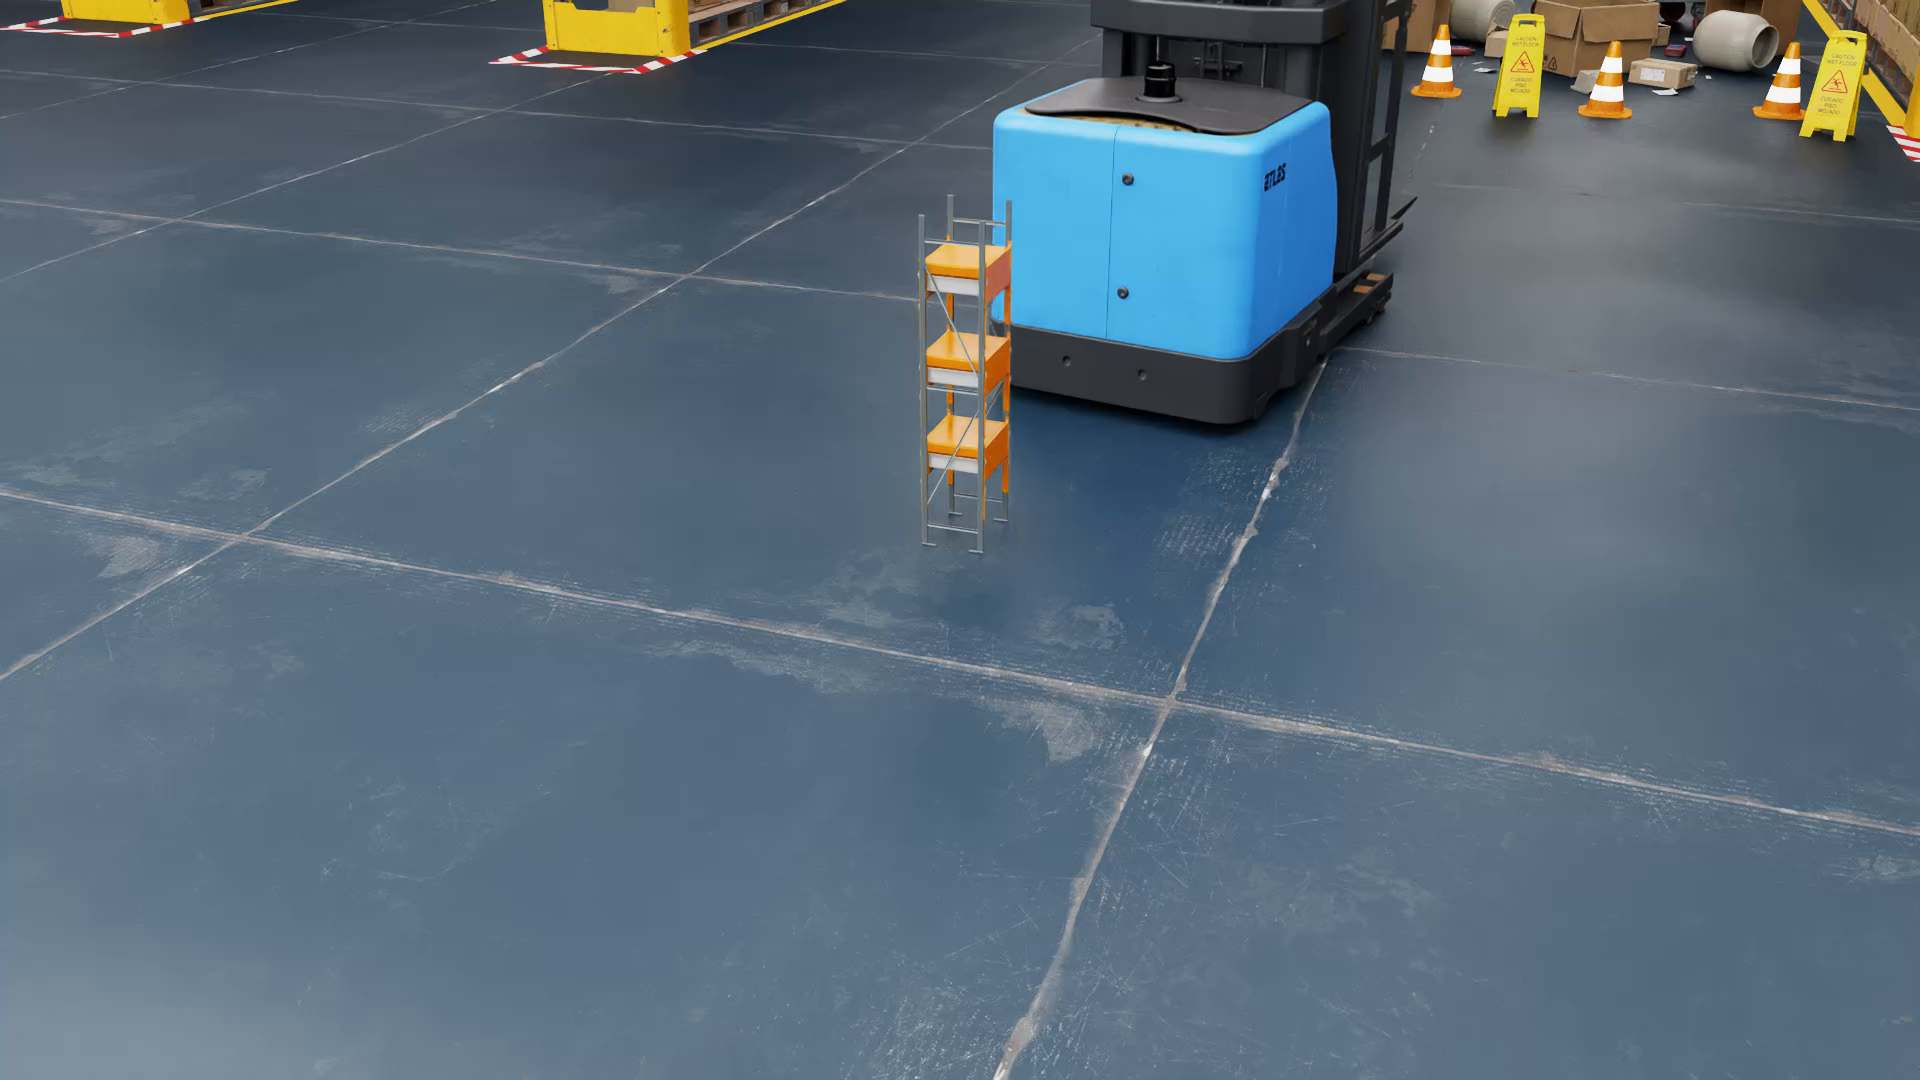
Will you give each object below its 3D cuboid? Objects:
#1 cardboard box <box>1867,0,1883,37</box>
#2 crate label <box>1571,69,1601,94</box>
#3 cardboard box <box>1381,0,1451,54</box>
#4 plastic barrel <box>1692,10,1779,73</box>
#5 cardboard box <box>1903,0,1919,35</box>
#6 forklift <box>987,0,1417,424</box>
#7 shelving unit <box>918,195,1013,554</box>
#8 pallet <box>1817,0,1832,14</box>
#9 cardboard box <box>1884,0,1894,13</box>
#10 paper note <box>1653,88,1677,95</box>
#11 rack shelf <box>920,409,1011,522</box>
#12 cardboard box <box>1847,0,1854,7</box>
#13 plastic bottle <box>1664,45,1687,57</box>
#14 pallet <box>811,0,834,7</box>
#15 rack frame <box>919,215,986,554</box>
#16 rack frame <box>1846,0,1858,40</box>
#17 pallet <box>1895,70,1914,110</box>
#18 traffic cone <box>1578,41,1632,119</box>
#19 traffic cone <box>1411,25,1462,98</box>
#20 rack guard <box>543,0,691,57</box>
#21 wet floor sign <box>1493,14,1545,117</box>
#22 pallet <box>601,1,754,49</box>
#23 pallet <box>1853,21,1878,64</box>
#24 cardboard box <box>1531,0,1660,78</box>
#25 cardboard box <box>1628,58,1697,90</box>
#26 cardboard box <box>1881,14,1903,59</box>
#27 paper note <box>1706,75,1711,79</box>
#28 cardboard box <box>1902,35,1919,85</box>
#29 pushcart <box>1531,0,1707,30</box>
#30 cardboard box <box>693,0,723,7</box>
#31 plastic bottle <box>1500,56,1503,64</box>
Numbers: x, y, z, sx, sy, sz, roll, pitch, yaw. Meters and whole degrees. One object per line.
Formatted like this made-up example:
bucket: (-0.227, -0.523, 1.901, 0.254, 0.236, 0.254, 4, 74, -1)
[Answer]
cardboard box: (7.281, -4.007, 12.757, 0.500, 0.250, 0.500, 10, 28, 20)
crate label: (4.538, -3.265, 11.836, 0.250, 0.136, 0.298, -5, 26, -9)
cardboard box: (3.648, -4.246, 13.442, 0.500, 0.500, 0.500, 14, 29, 26)
plastic barrel: (5.827, -3.745, 12.499, 0.421, 0.421, 0.512, -14, 29, -27)
cardboard box: (6.759, -3.707, 11.277, 0.500, 0.500, 0.500, 10, 28, 19)
forklift: (1.256, -2.339, 6.717, 1.130, 2.935, 3.031, 13, 29, 26)
shelving unit: (0.018, -0.495, 5.067, 0.215, 1.050, 0.252, 9, 27, 17)
pallet: (8.561, -5.048, 15.434, 1.003, 0.211, 1.213, 9, 27, 17)
cardboard box: (7.107, -4.131, 12.153, 0.500, 0.500, 0.500, 10, 28, 20)
paper note: (5.005, -3.177, 11.777, 0.148, 0.019, 0.142, 0, 26, -1)
rack shelf: (0.018, -0.235, 5.192, 0.215, 0.259, 0.240, 9, 27, 17)
cardboard box: (8.071, -4.702, 14.053, 0.950, 0.372, 0.625, 9, 27, 18)
plastic bottle: (5.701, -3.899, 13.233, 0.133, 0.061, 0.283, 14, 29, 26)
pallet: (-1.637, -5.381, 16.121, 1.003, 0.211, 1.213, 9, 27, 17)
rack frame: (-0.023, -0.444, 4.963, 0.200, 1.050, 0.008, 9, 27, 17)
rack frame: (7.899, -5.480, 13.126, 1.000, 3.000, 0.127, 9, 27, 17)
pallet: (6.897, -2.941, 11.082, 1.003, 0.211, 1.213, 9, 27, 17)
traffic cone: (4.334, -3.079, 11.079, 0.336, 0.463, 0.334, 9, 27, 17)
traffic cone: (3.382, -3.383, 11.706, 0.336, 0.463, 0.334, 9, 27, 17)
rack guard: (-2.752, -4.179, 13.308, 1.175, 0.500, 0.348, 9, 27, 17)
wet floor sign: (3.724, -3.154, 11.023, 0.267, 0.644, 0.232, 4, 26, 8)
pallet: (-2.449, -4.378, 14.050, 1.003, 0.211, 1.213, 9, 27, 17)
pallet: (7.709, -3.944, 13.153, 1.003, 0.211, 1.213, 9, 27, 17)
cardboard box: (4.765, -3.802, 12.524, 0.797, 0.503, 0.637, -9, 27, -18)
cardboard box: (5.099, -3.384, 12.069, 0.250, 0.149, 0.380, -20, 33, -36)
cardboard box: (6.932, -3.586, 11.889, 0.500, 0.250, 0.500, 8, 27, 16)
paper note: (5.549, -3.433, 12.329, 0.032, 0.001, 0.123, 9, 27, 17)
cardboard box: (6.591, -3.169, 11.026, 0.500, 0.250, 0.500, 9, 27, 17)
pushcart: (5.732, -4.610, 14.338, 1.648, 0.377, 0.936, 0, 26, -1)
cardboard box: (-2.387, -4.842, 14.195, 0.500, 0.500, 0.500, 17, 30, 31)
plastic bottle: (4.232, -3.674, 12.767, 0.133, 0.061, 0.283, 0, 26, -1)
